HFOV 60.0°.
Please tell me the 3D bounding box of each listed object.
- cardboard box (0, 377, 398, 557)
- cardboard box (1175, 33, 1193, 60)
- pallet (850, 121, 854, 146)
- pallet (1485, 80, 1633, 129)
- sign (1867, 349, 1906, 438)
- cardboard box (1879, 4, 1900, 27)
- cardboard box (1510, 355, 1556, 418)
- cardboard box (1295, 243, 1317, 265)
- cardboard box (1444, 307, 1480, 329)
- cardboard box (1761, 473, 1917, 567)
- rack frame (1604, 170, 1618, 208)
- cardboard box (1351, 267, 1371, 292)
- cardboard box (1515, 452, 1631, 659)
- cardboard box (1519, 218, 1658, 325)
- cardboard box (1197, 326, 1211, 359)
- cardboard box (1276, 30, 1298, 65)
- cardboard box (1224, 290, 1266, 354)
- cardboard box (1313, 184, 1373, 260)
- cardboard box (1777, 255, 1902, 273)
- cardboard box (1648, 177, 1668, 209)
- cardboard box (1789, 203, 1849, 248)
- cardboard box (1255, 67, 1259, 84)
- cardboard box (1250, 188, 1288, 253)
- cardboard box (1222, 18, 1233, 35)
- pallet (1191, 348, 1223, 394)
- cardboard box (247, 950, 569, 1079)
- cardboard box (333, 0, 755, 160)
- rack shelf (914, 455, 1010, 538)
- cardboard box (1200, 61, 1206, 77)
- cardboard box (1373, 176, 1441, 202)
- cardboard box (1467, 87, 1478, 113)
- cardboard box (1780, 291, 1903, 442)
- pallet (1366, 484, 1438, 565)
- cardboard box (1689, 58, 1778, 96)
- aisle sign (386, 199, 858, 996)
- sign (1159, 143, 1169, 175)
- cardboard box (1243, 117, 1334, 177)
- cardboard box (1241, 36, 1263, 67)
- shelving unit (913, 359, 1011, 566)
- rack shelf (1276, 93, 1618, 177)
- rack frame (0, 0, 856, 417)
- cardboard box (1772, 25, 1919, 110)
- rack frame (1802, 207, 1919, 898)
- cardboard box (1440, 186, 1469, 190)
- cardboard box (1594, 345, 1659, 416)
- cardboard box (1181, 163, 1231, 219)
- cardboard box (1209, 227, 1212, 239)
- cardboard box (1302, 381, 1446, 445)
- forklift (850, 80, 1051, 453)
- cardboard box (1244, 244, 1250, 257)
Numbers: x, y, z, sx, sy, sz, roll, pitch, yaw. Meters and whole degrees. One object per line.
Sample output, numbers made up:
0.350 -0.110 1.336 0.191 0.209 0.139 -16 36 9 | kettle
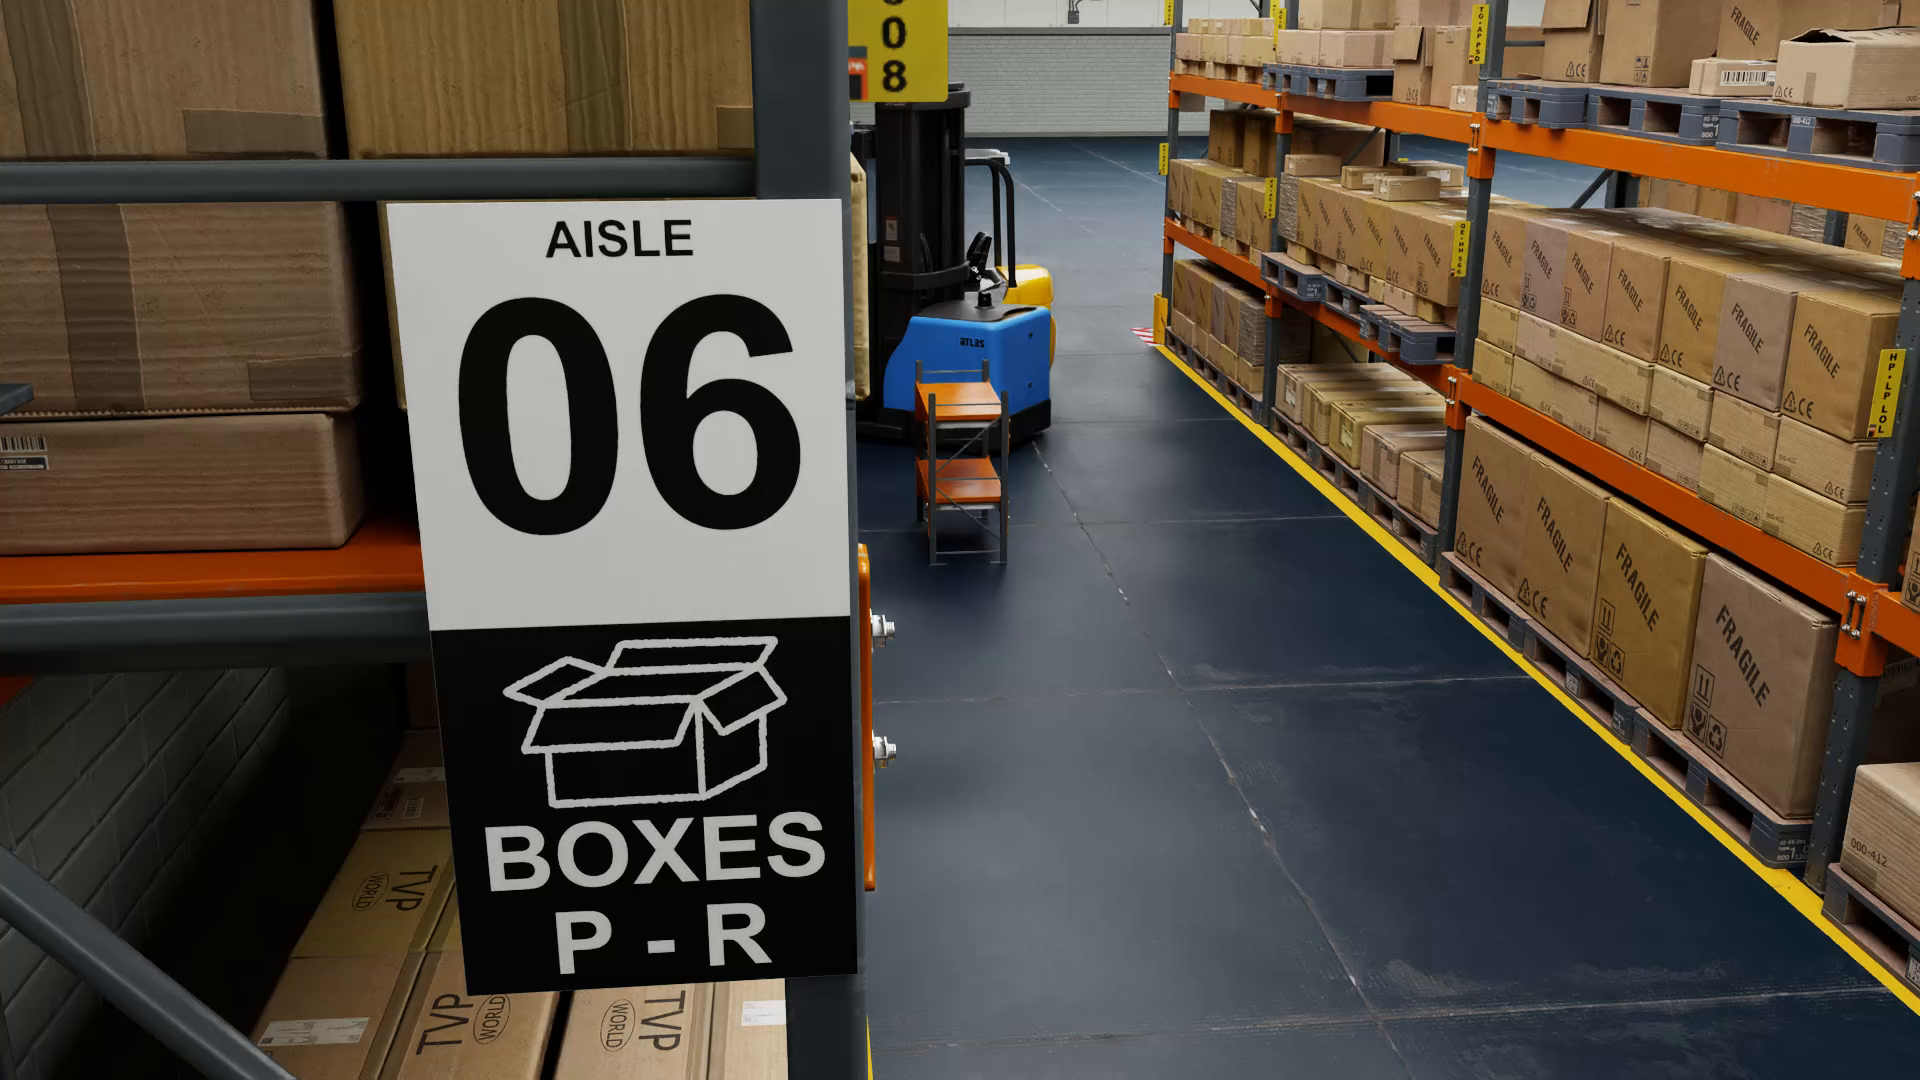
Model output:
-0.864 -0.092 1.875 0.380 0.149 0.250 -1 17 -4 | cardboard box
2.473 -4.958 16.707 0.500 0.250 0.500 -2 18 -7 | cardboard box
-1.011 -1.423 6.006 1.213 0.211 1.003 -2 18 -6 | pallet
3.630 -2.382 9.063 1.213 0.211 1.003 -1 17 -3 | pallet
3.385 -0.534 6.070 0.100 0.325 0.005 -2 18 -6 | sign
7.705 -4.494 14.361 0.500 0.250 0.500 -2 18 -6 | cardboard box
3.382 -0.853 9.138 0.500 0.250 0.500 -2 18 -7 | cardboard box
2.858 -2.254 13.067 0.380 0.149 0.250 -1 17 -5 | cardboard box
3.243 -1.402 10.353 0.380 0.149 0.250 -1 17 -4 | cardboard box
3.626 -0.093 6.717 0.500 0.250 0.500 -2 18 -7 | cardboard box
7.599 -3.797 18.265 1.000 3.000 0.127 -2 18 -6 | rack frame
3.004 -1.861 11.815 0.380 0.149 0.250 -2 18 -7 | cardboard box
3.587 0.057 8.835 0.875 0.875 0.875 -2 17 -5 | cardboard box
3.379 -1.454 8.963 0.500 0.500 0.500 -2 18 -5 | cardboard box
2.608 -1.939 16.236 0.500 0.250 0.500 -1 17 -2 | cardboard box
2.760 -3.796 12.802 0.500 0.250 0.500 -2 18 -7 | cardboard box
2.716 -1.988 15.140 0.500 0.500 0.500 -1 17 -5 | cardboard box
2.951 -2.367 12.344 0.500 0.500 0.500 -2 18 -6 | cardboard box
4.035 -1.004 7.531 0.500 0.500 0.500 -2 18 -7 | cardboard box
7.761 -3.597 17.375 0.875 0.550 0.550 -2 18 -6 | cardboard box
7.962 -2.787 14.795 0.875 0.550 0.550 -2 18 -6 | cardboard box
2.794 -4.049 14.478 0.380 0.149 0.250 -2 18 -8 | cardboard box
2.805 -2.737 14.224 0.500 0.500 0.500 -2 18 -7 | cardboard box
2.594 -4.661 15.096 0.380 0.149 0.250 -2 17 -5 | cardboard box
2.865 -1.655 16.098 1.003 0.211 1.213 -2 18 -6 | pallet
-0.964 0.954 2.884 0.500 0.250 0.500 -2 18 -5 | cardboard box
-0.397 -0.573 1.905 0.500 0.250 0.500 -2 18 -6 | cardboard box
0.001 -0.301 11.075 0.538 0.278 1.000 -2 18 -6 | rack shelf
2.556 -4.588 16.196 0.380 0.149 0.250 -2 18 -6 | cardboard box
3.062 -2.409 11.395 0.380 0.149 0.250 -3 18 -8 | cardboard box
3.270 -2.629 9.956 0.380 0.149 0.250 -2 18 -6 | cardboard box
3.628 -0.689 6.528 0.500 0.500 0.500 -1 17 -4 | cardboard box
3.432 -0.133 11.249 1.003 0.211 1.213 -2 18 -6 | pallet
3.579 -2.118 7.596 0.380 0.166 0.250 0 17 -1 | cardboard box
-0.302 0.078 1.581 0.394 0.787 0.004 -2 18 -6 | aisle sign
2.146 -4.011 17.499 0.100 0.325 0.005 -2 18 -6 | sign
3.069 -3.683 15.567 0.700 0.500 0.500 -2 18 -6 | cardboard box
2.732 -4.198 14.286 0.500 0.250 0.500 -2 18 -7 | cardboard box
0.001 -0.535 11.002 0.538 1.125 1.048 -2 18 -6 | shelving unit
3.305 -2.915 11.646 1.077 0.370 4.000 -2 18 -6 | rack shelf
-0.601 -1.555 1.107 1.000 3.000 0.127 -2 18 -6 | rack frame
3.624 -1.884 6.611 0.500 0.311 0.500 -2 18 -6 | cardboard box
3.923 -0.039 6.294 1.000 3.000 0.127 -2 18 -6 | rack frame
3.474 -2.380 12.387 0.500 0.500 0.500 -1 17 -4 | cardboard box
3.448 -0.785 8.085 0.500 0.250 0.500 -1 17 -5 | cardboard box
2.515 -3.500 16.654 0.500 0.500 0.500 -1 17 -4 | cardboard box
2.629 -3.001 16.146 0.380 0.149 0.250 -1 17 -4 | cardboard box
3.232 -0.999 13.037 0.950 0.372 0.625 -1 17 -2 | cardboard box
-0.775 -2.390 13.896 3.031 2.935 1.130 9 20 28 | forklift
2.768 -2.618 14.927 0.380 0.149 0.250 -2 18 -6 | cardboard box
